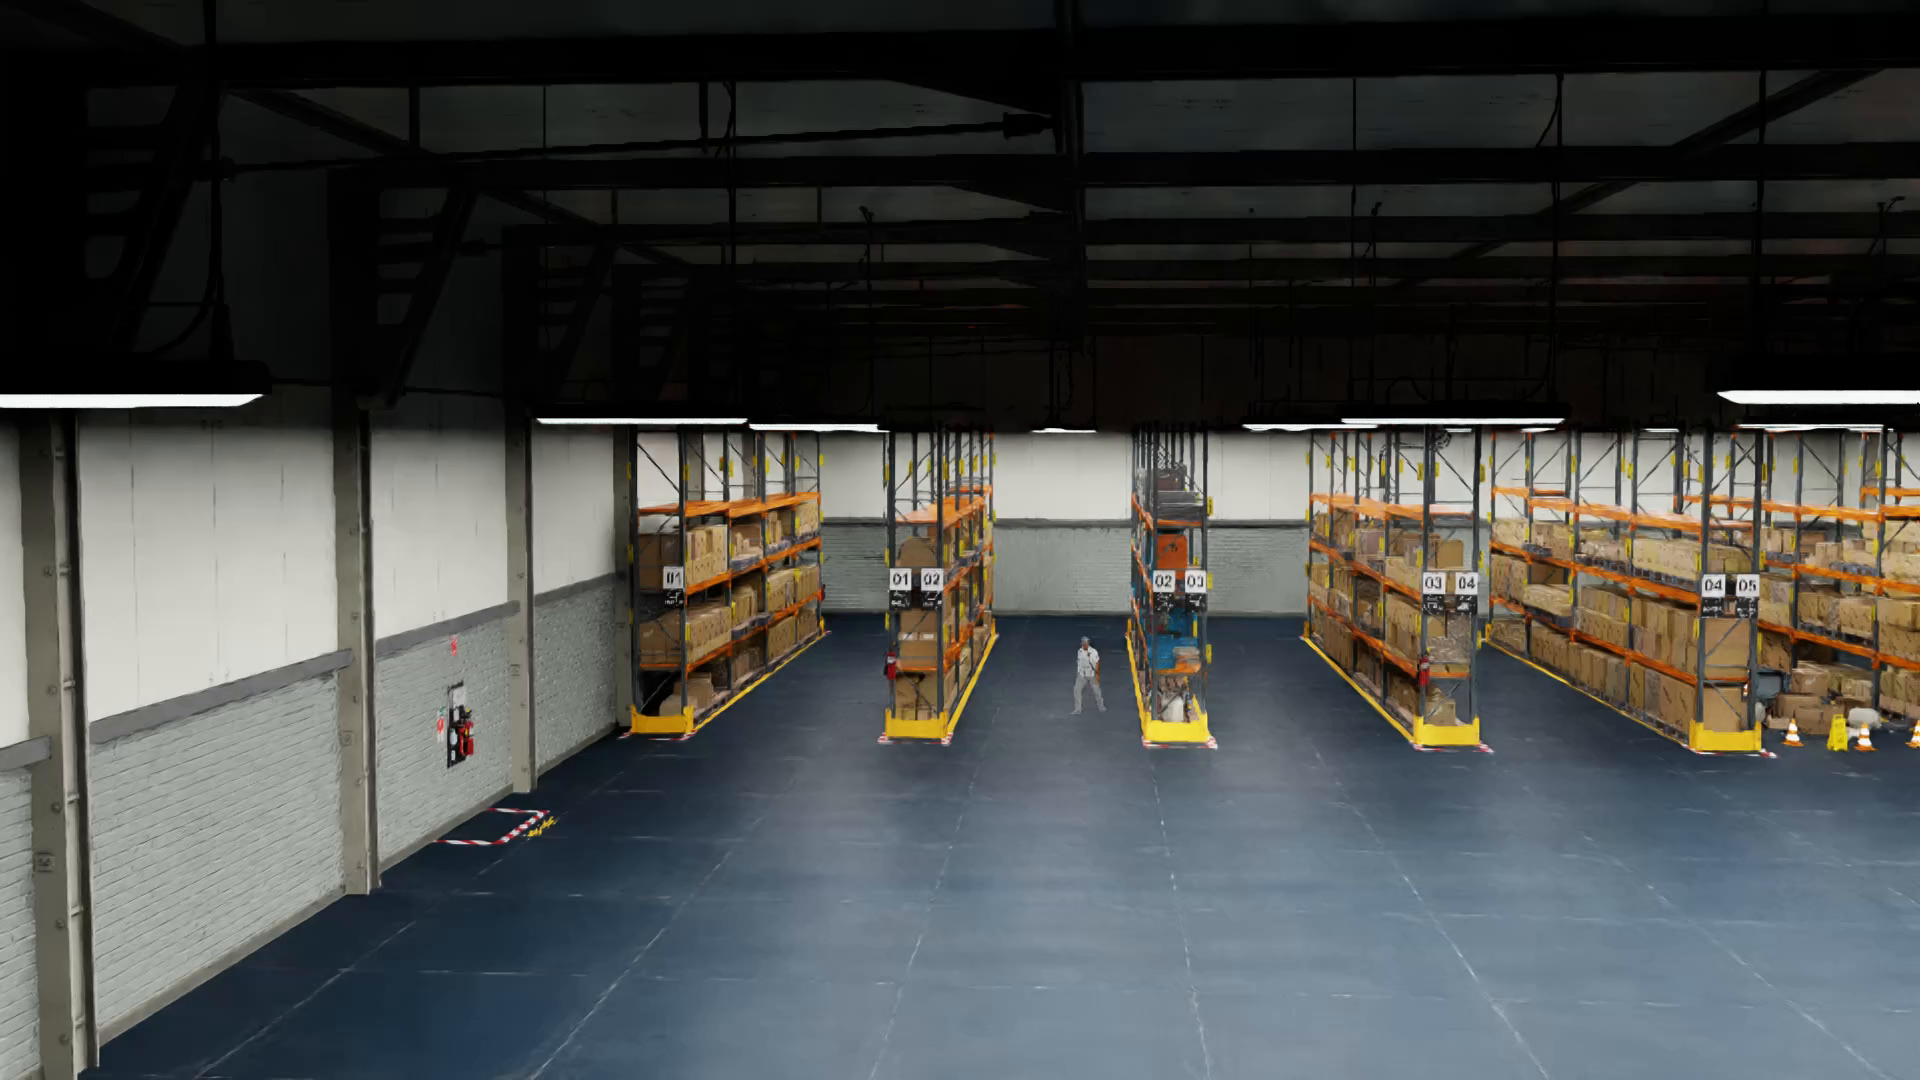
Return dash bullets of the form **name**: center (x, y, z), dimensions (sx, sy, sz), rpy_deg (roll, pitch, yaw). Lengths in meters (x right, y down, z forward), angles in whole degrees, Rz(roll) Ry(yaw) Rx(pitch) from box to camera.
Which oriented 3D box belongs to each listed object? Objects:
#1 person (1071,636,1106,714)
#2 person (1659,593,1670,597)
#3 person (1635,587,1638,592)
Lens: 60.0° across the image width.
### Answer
- **person**: center (2.662, 2.755, 34.196), dimensions (0.534, 1.598, 0.940), rpy_deg (2, 4, 26)
- **person**: center (20.678, 1.794, 48.623), dimensions (0.632, 1.707, 0.584), rpy_deg (-2, 4, -29)
- **person**: center (18.055, 2.060, 44.643), dimensions (0.484, 1.664, 0.650), rpy_deg (1, 4, 12)
